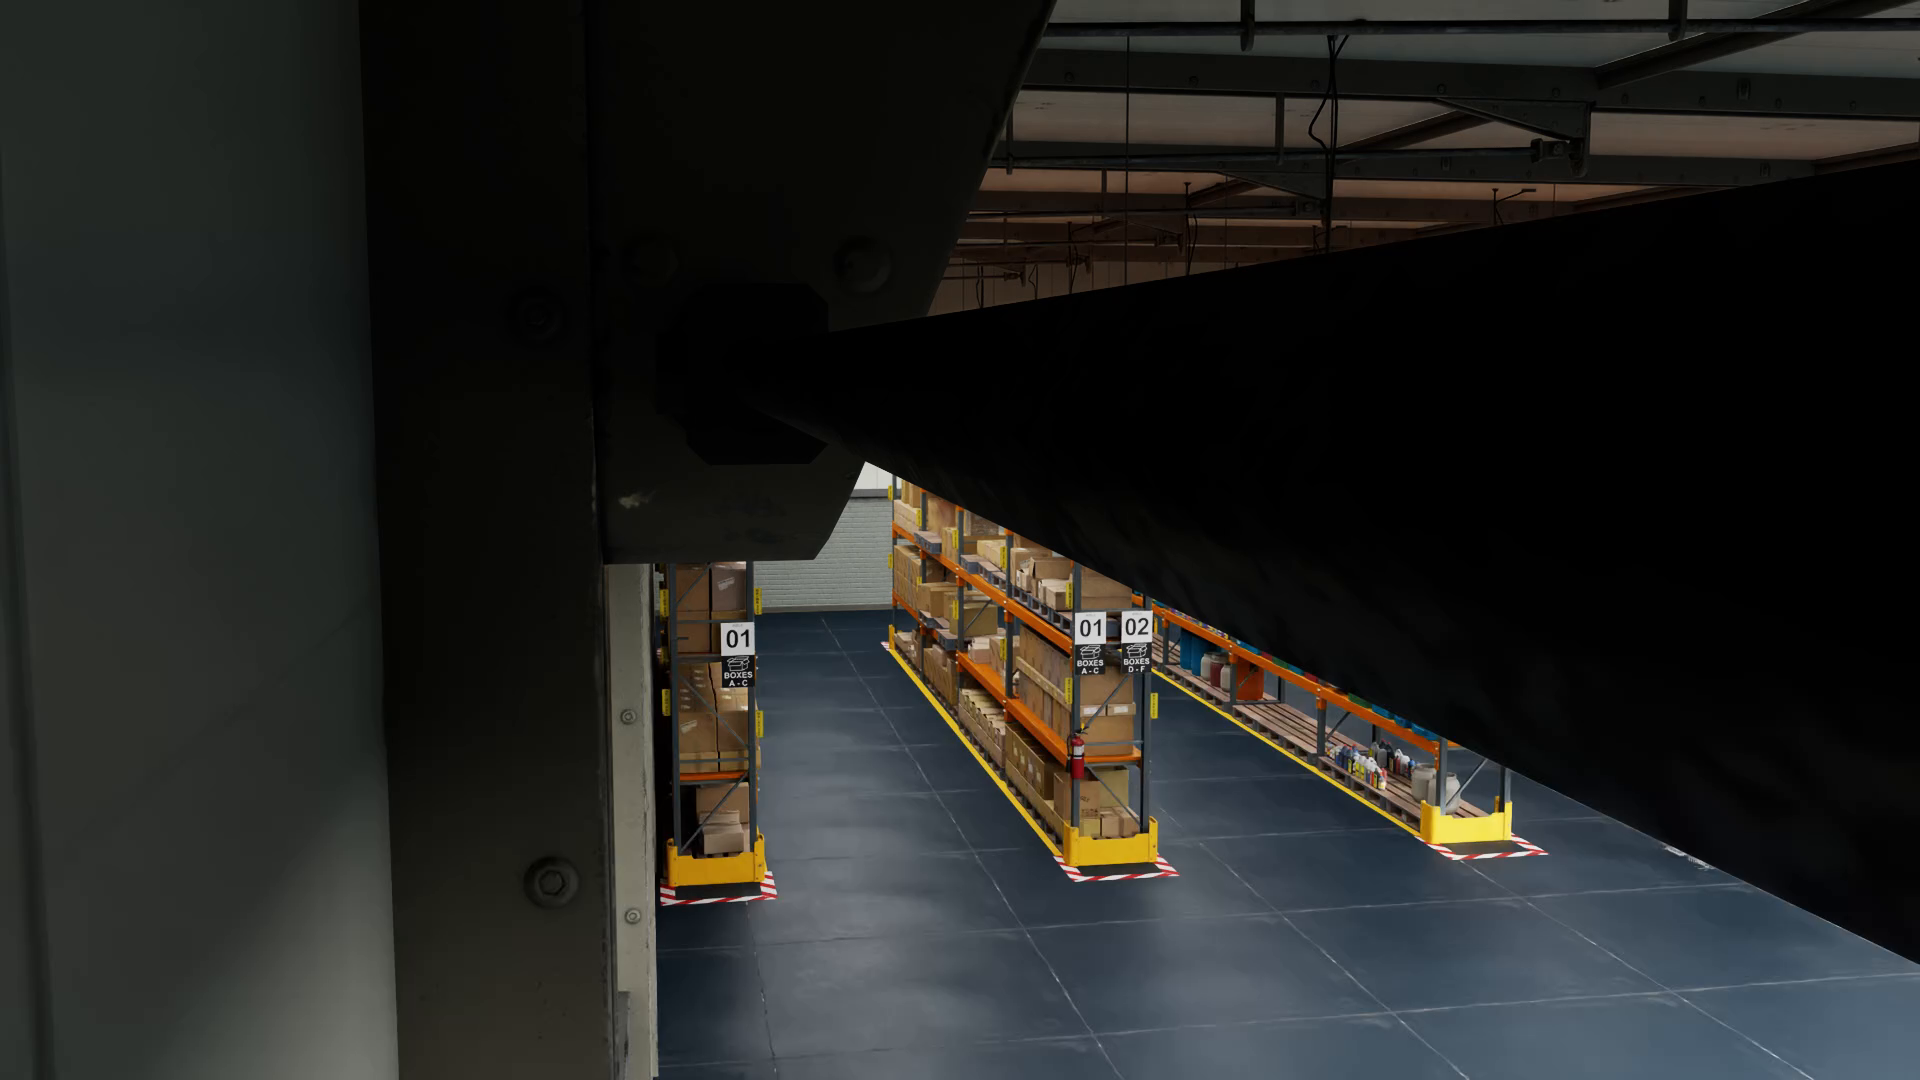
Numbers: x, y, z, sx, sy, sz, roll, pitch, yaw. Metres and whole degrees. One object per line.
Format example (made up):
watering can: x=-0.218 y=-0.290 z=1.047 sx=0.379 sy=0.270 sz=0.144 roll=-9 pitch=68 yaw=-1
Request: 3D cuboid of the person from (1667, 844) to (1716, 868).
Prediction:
person: x=9.230 y=3.286 z=20.897 sx=0.434 sy=1.549 sz=0.892 roll=-2 pitch=7 yaw=-19

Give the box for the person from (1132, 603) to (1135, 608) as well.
person: x=4.251 y=1.137 z=40.823 sx=0.399 sy=1.536 sz=1.009 roll=-2 pitch=7 yaw=-19
